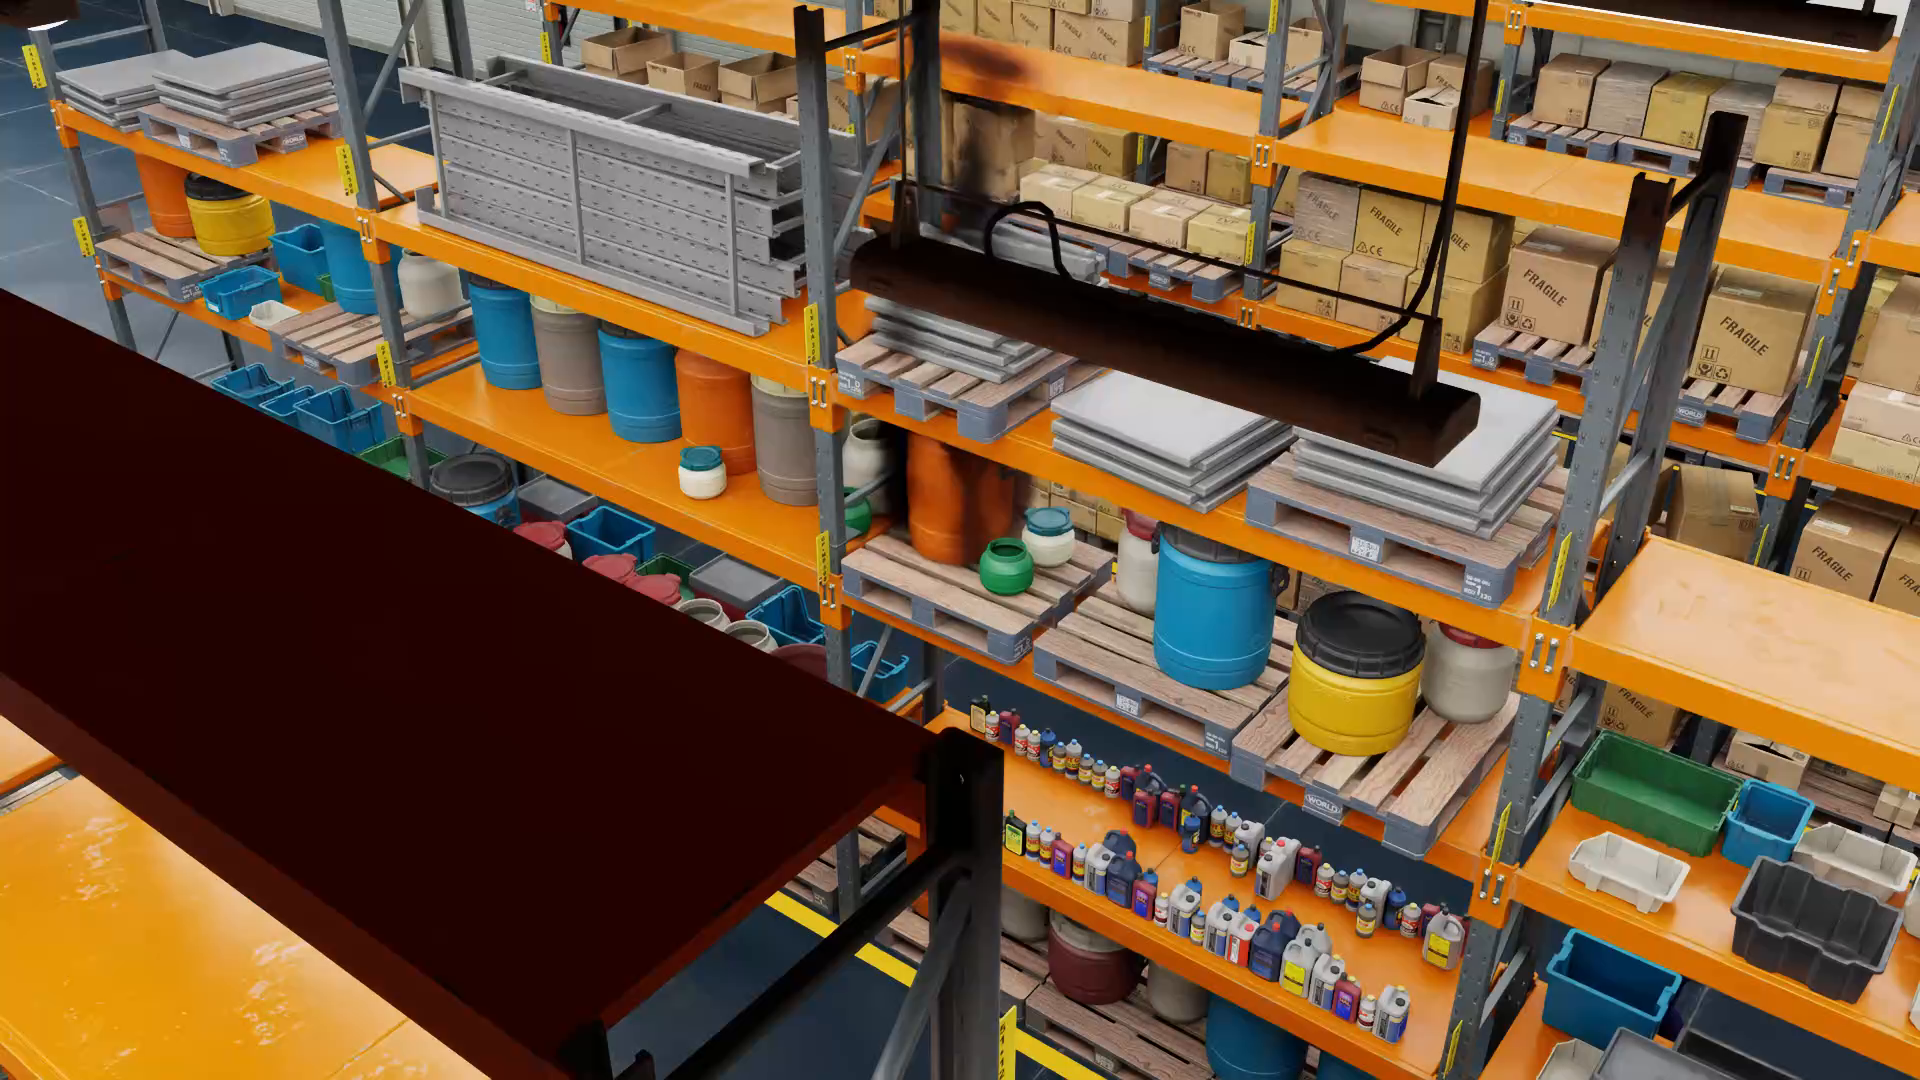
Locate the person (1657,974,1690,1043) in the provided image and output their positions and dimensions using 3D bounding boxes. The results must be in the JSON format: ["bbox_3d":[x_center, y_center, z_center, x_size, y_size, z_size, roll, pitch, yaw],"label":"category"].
[{"bbox_3d":[4.118,2.430,9.768,0.680,1.672,0.577,24,39,33],"label":"person"}]
